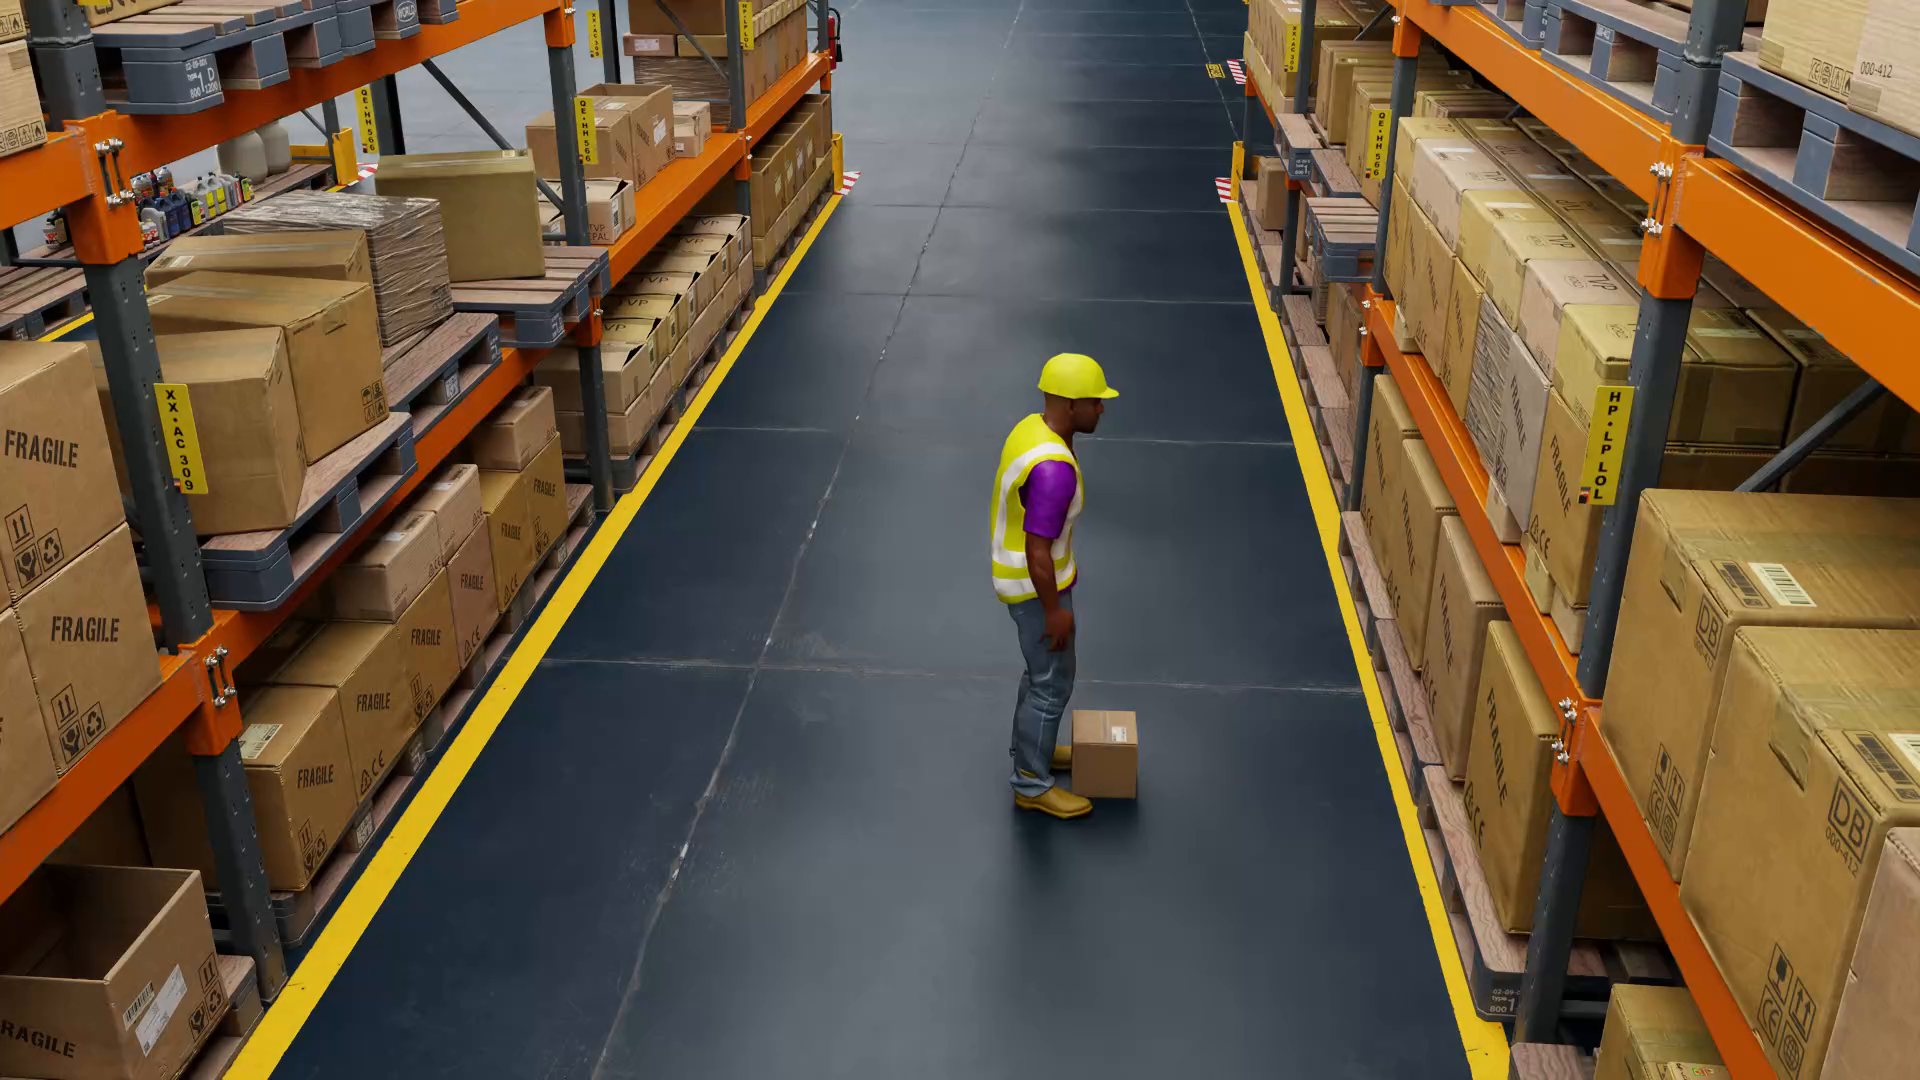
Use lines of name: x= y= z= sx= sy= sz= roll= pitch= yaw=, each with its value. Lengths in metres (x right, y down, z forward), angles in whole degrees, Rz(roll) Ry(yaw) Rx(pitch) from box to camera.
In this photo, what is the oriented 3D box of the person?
person: x=0.339 y=0.152 z=6.249 sx=0.460 sy=1.759 sz=0.629 roll=1 pitch=24 yaw=1
